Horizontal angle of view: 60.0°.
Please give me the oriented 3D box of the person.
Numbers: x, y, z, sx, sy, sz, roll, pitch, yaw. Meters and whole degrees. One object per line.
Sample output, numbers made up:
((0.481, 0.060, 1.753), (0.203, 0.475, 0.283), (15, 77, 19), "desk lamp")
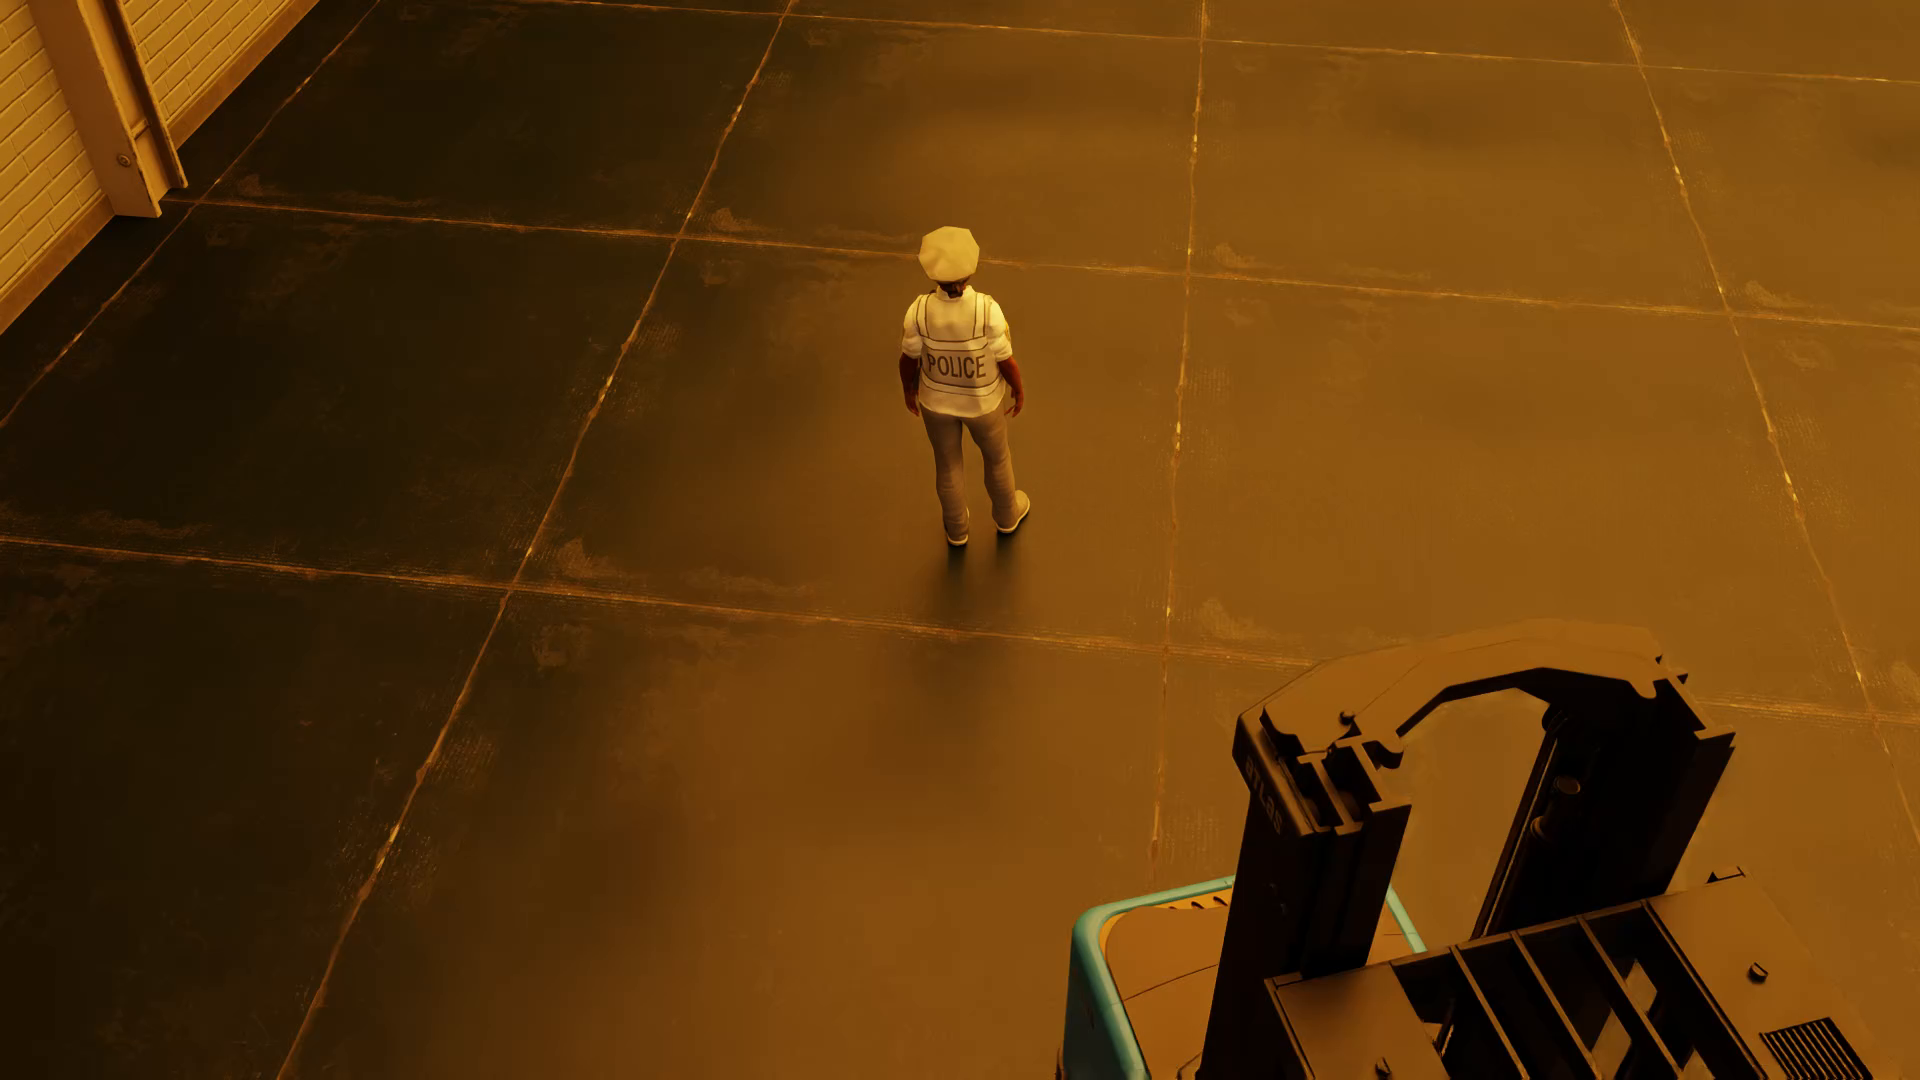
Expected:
((0.030, -0.678, 7.366), (0.569, 1.695, 0.528), (5, 43, 6), "person")

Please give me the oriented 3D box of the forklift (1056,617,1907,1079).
((1.197, 1.727, 3.845), (1.130, 2.935, 3.031), (-10, 44, -11), "forklift")
